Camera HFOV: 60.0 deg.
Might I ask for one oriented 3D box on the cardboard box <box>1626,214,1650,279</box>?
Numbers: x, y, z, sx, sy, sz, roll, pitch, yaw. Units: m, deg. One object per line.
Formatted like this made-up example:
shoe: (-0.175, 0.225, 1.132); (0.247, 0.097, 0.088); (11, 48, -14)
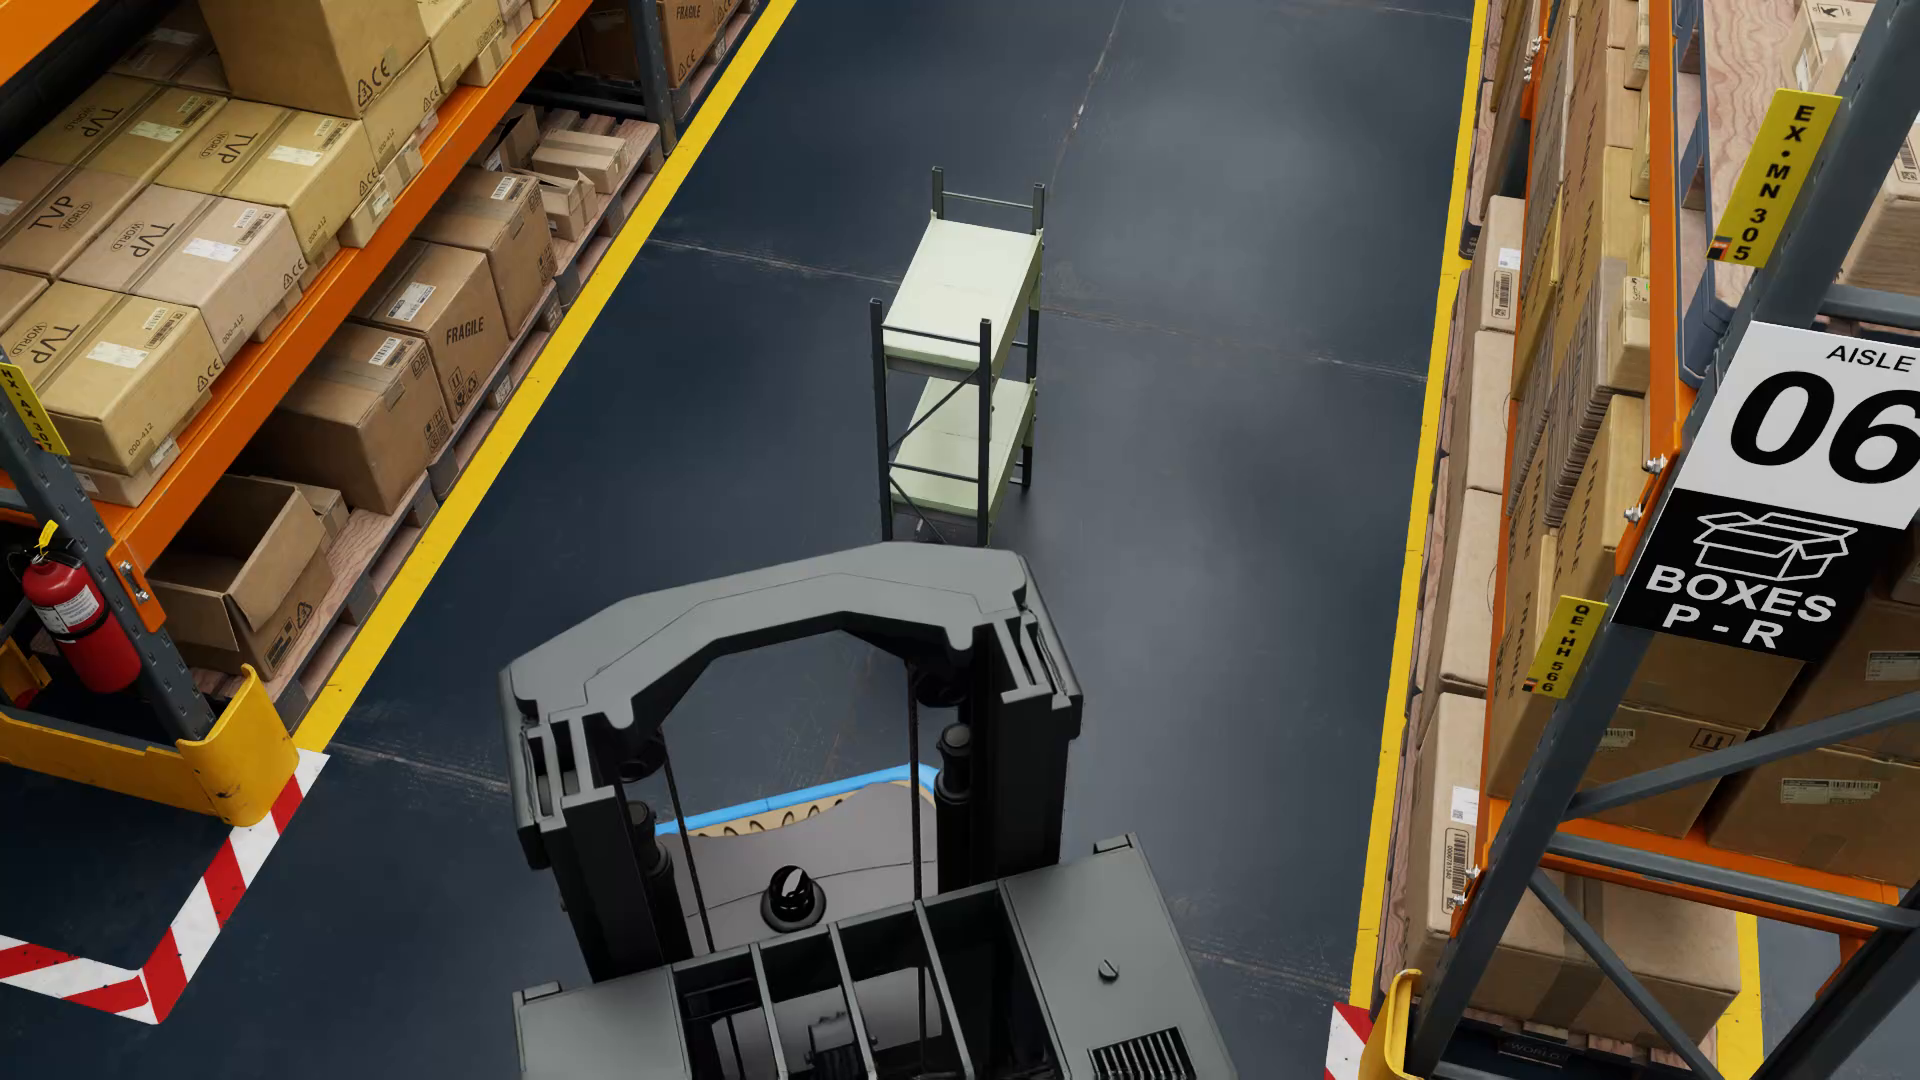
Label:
cardboard box: (1.843, -0.633, 4.061); (0.380, 0.149, 0.250); (13, 50, 11)

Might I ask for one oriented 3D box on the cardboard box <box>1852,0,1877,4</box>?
cardboard box: (2.247, -1.397, 3.614); (0.500, 0.311, 0.500); (12, 50, 11)

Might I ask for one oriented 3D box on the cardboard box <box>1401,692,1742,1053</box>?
cardboard box: (1.882, 1.022, 5.195); (0.875, 0.438, 0.875); (10, 49, 9)

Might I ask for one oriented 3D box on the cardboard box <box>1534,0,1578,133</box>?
cardboard box: (2.482, -1.828, 6.215); (0.500, 0.500, 0.500); (13, 50, 11)

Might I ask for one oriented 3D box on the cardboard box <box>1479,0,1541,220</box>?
cardboard box: (2.944, -1.983, 7.555); (0.875, 0.875, 0.875); (13, 50, 11)

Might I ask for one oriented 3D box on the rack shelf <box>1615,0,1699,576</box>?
rack shelf: (2.331, -1.391, 4.375); (1.077, 0.370, 4.000); (12, 50, 10)

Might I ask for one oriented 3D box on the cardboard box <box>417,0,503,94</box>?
cardboard box: (-2.092, -1.968, 6.307); (0.500, 0.250, 0.500); (11, 50, 10)

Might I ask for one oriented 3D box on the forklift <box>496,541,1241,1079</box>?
forklift: (-0.125, 1.521, 3.372); (1.130, 2.935, 3.031); (-12, 50, -11)

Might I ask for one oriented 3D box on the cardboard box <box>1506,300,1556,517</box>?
cardboard box: (1.949, -0.358, 4.917); (0.500, 0.500, 0.500); (13, 50, 11)

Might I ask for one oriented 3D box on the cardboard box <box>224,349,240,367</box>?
cardboard box: (-2.576, -0.657, 5.415); (0.380, 0.149, 0.250); (11, 49, 10)

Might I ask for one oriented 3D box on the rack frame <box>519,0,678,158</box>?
rack frame: (-1.932, -3.060, 7.369); (1.000, 3.000, 0.127); (12, 50, 10)

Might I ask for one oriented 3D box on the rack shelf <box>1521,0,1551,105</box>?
rack shelf: (3.384, -3.291, 8.053); (1.077, 0.370, 4.000); (12, 50, 10)

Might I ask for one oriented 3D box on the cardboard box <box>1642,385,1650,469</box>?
cardboard box: (1.750, -0.256, 3.728); (0.380, 0.149, 0.250); (12, 50, 11)

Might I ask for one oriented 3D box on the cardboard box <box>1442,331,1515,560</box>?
cardboard box: (2.354, -0.293, 6.356); (0.875, 0.438, 0.875); (10, 49, 9)

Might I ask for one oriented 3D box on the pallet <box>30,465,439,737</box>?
pallet: (-2.756, 0.125, 6.418); (1.003, 0.211, 1.213); (12, 50, 10)

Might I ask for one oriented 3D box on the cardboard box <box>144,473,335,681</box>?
cardboard box: (-2.732, 0.097, 5.967); (0.797, 0.503, 0.637); (10, 49, 9)

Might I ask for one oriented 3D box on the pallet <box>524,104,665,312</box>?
pallet: (-2.114, -1.640, 7.976); (1.003, 0.211, 1.213); (12, 50, 10)

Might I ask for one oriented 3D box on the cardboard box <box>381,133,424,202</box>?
cardboard box: (-2.197, -1.383, 6.057); (0.380, 0.149, 0.250); (13, 50, 11)

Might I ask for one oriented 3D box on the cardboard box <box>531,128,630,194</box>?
cardboard box: (-1.795, -1.794, 7.873); (0.380, 0.149, 0.250); (10, 49, 9)

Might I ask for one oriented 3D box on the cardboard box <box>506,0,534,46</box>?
cardboard box: (-1.960, -2.126, 6.712); (0.380, 0.149, 0.250); (13, 50, 11)

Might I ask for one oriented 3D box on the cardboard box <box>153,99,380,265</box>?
cardboard box: (-2.343, -1.222, 5.648); (0.500, 0.250, 0.500); (11, 49, 9)

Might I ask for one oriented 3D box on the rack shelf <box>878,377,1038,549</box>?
rack shelf: (0.002, -0.285, 6.355); (0.431, 0.370, 0.720); (12, 50, 10)

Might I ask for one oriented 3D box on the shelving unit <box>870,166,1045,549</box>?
shelving unit: (0.002, -0.501, 6.111); (0.431, 1.500, 0.755); (12, 50, 10)

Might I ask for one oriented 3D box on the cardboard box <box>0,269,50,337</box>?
cardboard box: (-3.120, -0.600, 5.100); (0.500, 0.250, 0.500); (13, 50, 11)

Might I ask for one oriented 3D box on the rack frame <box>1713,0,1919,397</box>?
rack frame: (1.805, -1.175, 1.704); (1.000, 3.000, 0.127); (12, 50, 10)

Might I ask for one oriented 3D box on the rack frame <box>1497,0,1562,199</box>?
rack frame: (2.858, -2.083, 6.506); (1.000, 3.000, 0.127); (12, 50, 10)

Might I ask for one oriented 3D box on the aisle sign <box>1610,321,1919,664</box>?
aisle sign: (1.487, -0.059, 2.986); (0.394, 0.787, 0.004); (12, 50, 10)

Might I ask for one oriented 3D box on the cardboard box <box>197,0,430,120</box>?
cardboard box: (-2.211, -1.823, 5.679); (0.500, 0.500, 0.500); (13, 50, 11)

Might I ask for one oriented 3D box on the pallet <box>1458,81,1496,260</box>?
pallet: (2.988, -1.733, 8.058); (1.003, 0.211, 1.213); (12, 50, 10)

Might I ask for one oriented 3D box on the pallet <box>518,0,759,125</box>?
pallet: (-1.754, -2.733, 8.940); (1.003, 0.211, 1.213); (12, 50, 10)

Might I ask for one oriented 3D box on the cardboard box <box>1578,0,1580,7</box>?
cardboard box: (2.499, -2.150, 5.832); (0.500, 0.500, 0.500); (12, 50, 10)

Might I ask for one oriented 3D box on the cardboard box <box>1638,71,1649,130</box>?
cardboard box: (2.076, -1.187, 4.550); (0.380, 0.149, 0.250); (13, 50, 11)

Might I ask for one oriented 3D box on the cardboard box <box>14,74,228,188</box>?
cardboard box: (-2.848, -1.330, 5.744); (0.500, 0.250, 0.500); (13, 50, 11)

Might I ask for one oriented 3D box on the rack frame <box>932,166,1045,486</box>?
rack frame: (0.098, -0.766, 6.344); (0.400, 1.500, 0.023); (12, 50, 10)

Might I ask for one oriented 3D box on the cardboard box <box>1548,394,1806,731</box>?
cardboard box: (1.702, 0.051, 3.890); (0.500, 0.500, 0.500); (13, 50, 11)

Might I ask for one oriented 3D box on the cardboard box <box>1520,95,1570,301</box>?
cardboard box: (2.208, -1.106, 5.578); (0.500, 0.500, 0.500); (12, 50, 10)

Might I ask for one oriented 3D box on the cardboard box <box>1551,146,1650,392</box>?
cardboard box: (1.945, -0.690, 4.544); (0.500, 0.500, 0.500); (11, 50, 10)

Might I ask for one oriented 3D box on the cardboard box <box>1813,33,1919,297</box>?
cardboard box: (1.836, -0.648, 2.992); (0.500, 0.250, 0.500); (7, 49, 7)

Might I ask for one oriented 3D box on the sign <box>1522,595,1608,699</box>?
sign: (1.285, 0.232, 3.533); (0.100, 0.325, 0.005); (12, 50, 10)

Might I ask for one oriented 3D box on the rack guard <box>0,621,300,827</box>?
rack guard: (-2.965, 0.606, 5.801); (1.175, 0.500, 0.348); (12, 50, 10)

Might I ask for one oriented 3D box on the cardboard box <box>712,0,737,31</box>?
cardboard box: (-1.457, -3.064, 8.760); (0.500, 0.500, 0.500); (11, 49, 10)

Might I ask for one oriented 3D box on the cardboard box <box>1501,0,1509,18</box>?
cardboard box: (3.410, -3.284, 8.704); (0.875, 0.875, 0.875); (12, 50, 10)

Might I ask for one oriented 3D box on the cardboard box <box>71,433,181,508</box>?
cardboard box: (-2.634, -0.267, 5.071); (0.380, 0.149, 0.250); (11, 50, 10)

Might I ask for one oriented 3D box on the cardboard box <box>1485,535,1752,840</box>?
cardboard box: (1.677, 0.376, 4.269); (0.500, 0.500, 0.500); (12, 50, 10)

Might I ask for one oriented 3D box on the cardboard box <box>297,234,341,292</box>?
cardboard box: (-2.386, -1.021, 5.737); (0.380, 0.149, 0.250); (12, 50, 11)

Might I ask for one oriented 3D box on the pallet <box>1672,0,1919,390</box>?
pallet: (1.990, -0.691, 3.337); (1.003, 0.211, 1.213); (12, 50, 10)

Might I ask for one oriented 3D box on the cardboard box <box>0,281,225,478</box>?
cardboard box: (-2.605, -0.490, 5.002); (0.500, 0.250, 0.500); (12, 50, 10)

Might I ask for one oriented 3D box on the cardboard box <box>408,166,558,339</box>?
cardboard box: (-2.197, -1.263, 7.170); (0.700, 0.500, 0.500); (10, 49, 9)

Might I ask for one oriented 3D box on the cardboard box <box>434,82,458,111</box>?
cardboard box: (-2.176, -1.771, 6.399); (0.380, 0.149, 0.250); (12, 50, 11)

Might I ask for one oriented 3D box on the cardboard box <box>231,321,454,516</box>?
cardboard box: (-2.470, -0.512, 6.508); (0.700, 0.500, 0.500); (13, 50, 12)

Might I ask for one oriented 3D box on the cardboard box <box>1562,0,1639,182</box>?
cardboard box: (2.214, -1.418, 5.186); (0.500, 0.500, 0.500); (12, 50, 11)

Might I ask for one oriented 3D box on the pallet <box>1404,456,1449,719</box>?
pallet: (2.263, 0.260, 6.299); (1.003, 0.211, 1.213); (12, 50, 10)
